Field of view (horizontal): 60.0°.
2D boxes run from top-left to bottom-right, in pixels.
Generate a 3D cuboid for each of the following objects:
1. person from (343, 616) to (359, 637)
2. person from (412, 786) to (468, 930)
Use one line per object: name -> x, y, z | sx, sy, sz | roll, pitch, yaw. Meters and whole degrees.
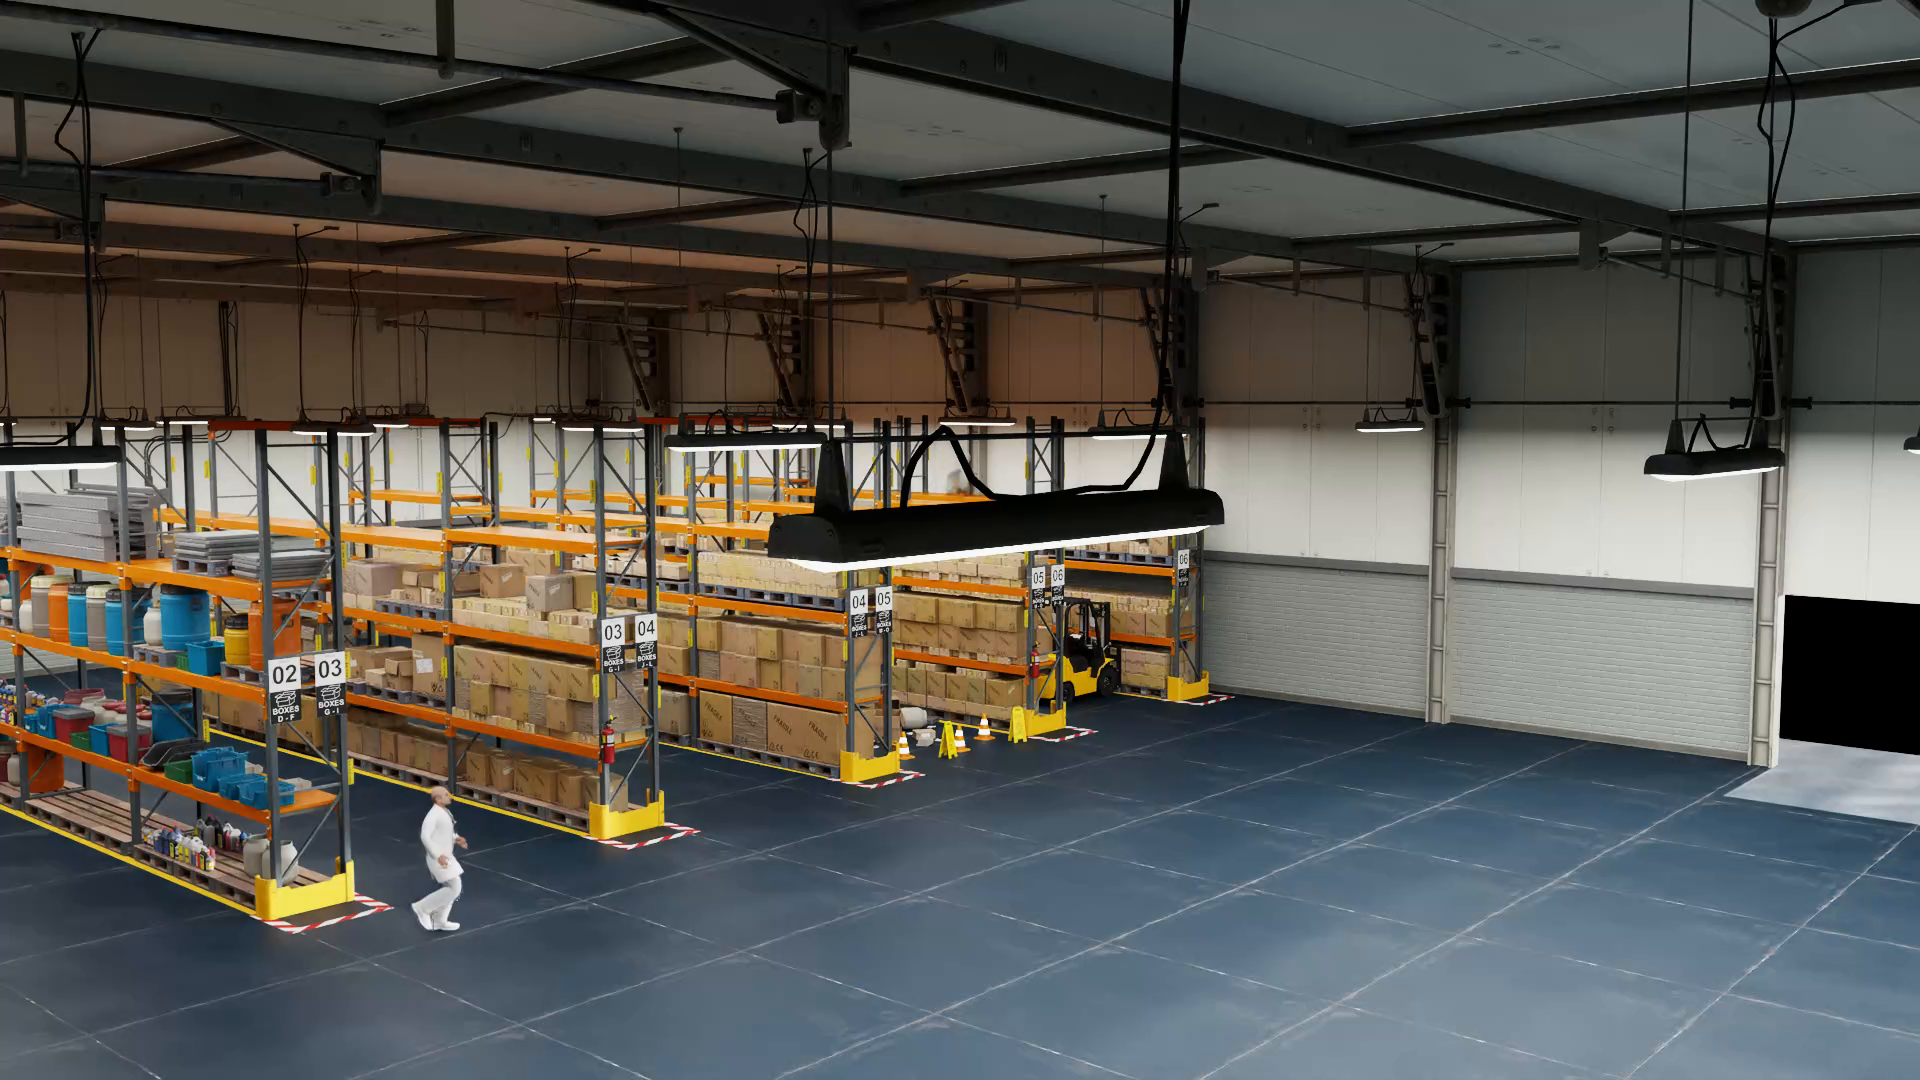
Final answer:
person -> -14.373, 2.253, 39.162 | 0.662, 1.665, 0.547 | 2, 5, 22
person -> -6.230, 3.809, 19.911 | 0.633, 1.748, 0.728 | -1, 5, -13
